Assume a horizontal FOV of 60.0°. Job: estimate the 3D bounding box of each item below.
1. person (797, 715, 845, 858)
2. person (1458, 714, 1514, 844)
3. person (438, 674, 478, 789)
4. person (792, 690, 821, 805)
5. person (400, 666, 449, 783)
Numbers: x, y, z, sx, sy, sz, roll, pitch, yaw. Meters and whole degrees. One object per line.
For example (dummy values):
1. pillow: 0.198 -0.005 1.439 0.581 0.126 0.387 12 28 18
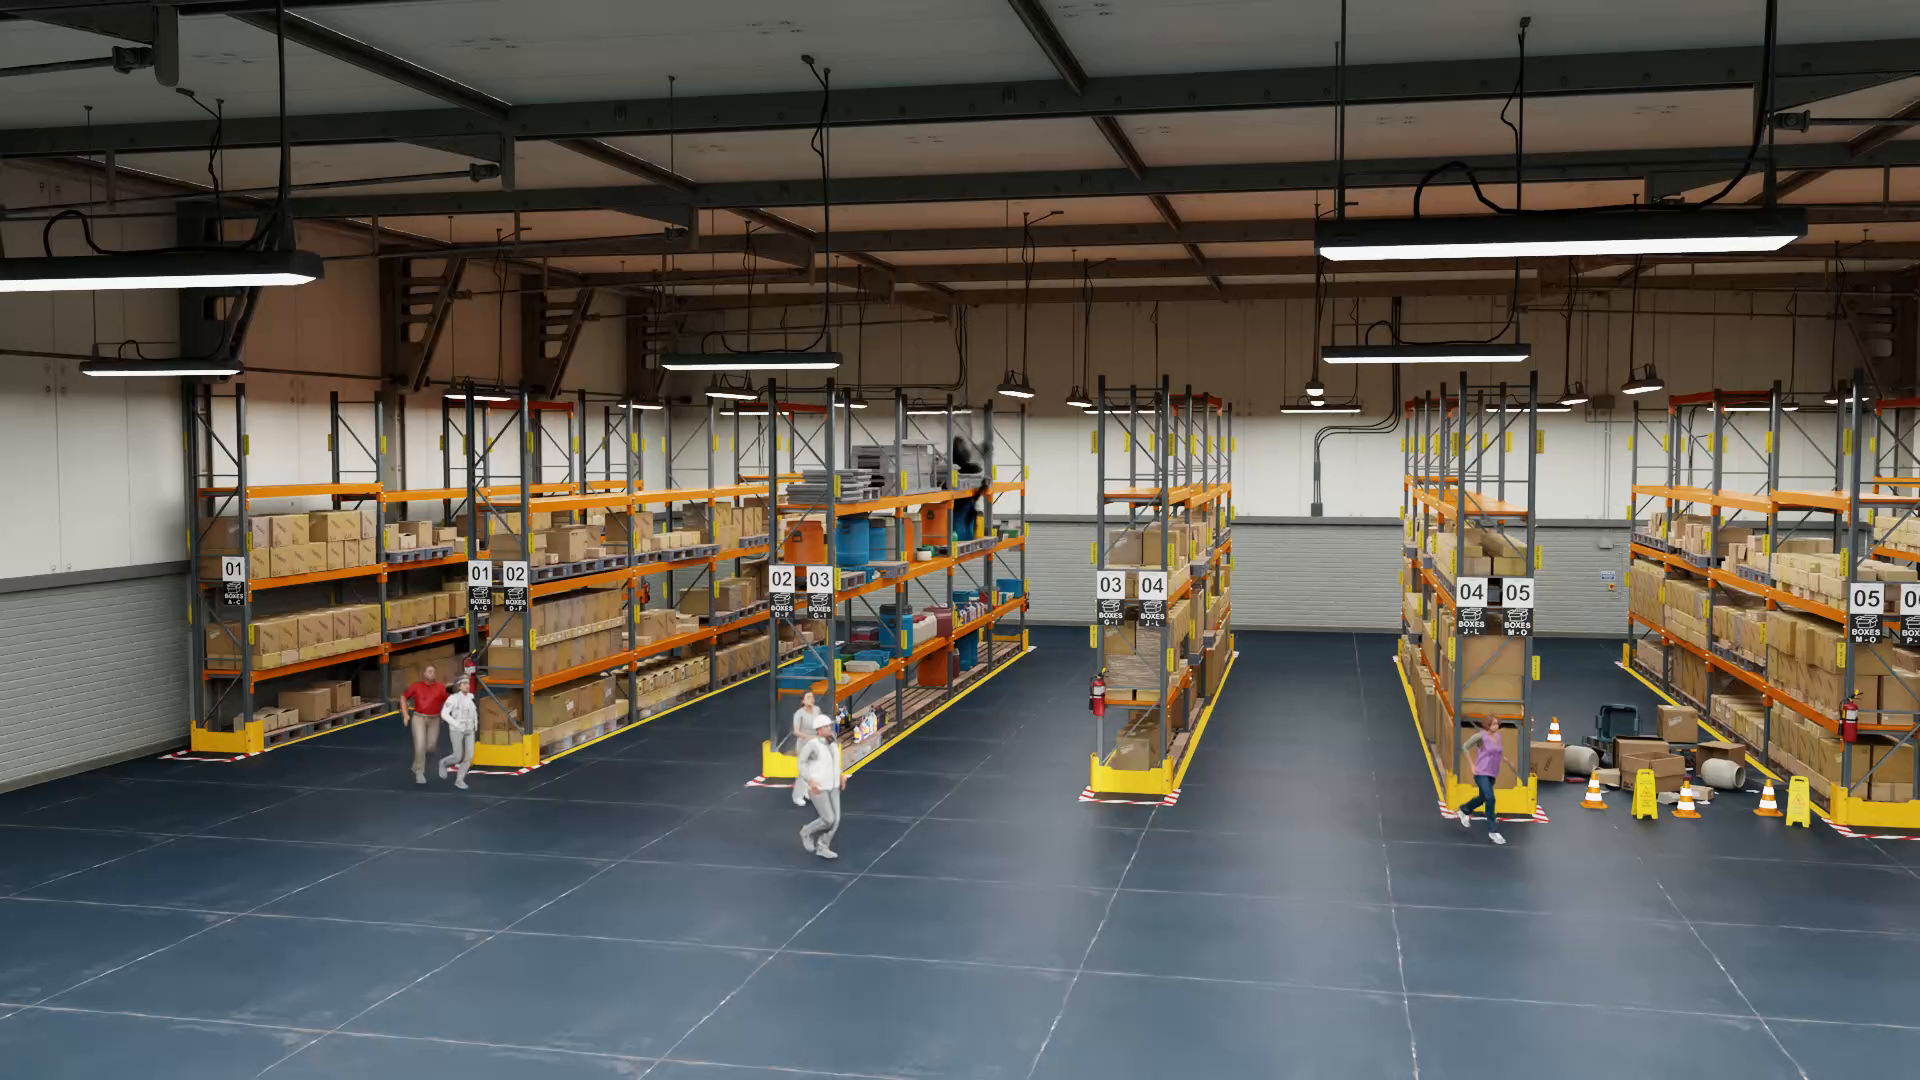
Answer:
1. person: -1.678 2.984 20.174 0.533 1.735 0.656 3 4 39
2. person: 6.655 2.994 21.179 0.509 1.595 0.878 -2 4 -29
3. person: -7.339 2.789 24.420 0.635 1.648 0.630 3 4 41
4. person: -2.056 2.868 22.976 0.592 1.622 0.711 -2 4 -37
5. person: -8.001 2.748 24.955 0.714 1.700 0.710 -2 4 -29
